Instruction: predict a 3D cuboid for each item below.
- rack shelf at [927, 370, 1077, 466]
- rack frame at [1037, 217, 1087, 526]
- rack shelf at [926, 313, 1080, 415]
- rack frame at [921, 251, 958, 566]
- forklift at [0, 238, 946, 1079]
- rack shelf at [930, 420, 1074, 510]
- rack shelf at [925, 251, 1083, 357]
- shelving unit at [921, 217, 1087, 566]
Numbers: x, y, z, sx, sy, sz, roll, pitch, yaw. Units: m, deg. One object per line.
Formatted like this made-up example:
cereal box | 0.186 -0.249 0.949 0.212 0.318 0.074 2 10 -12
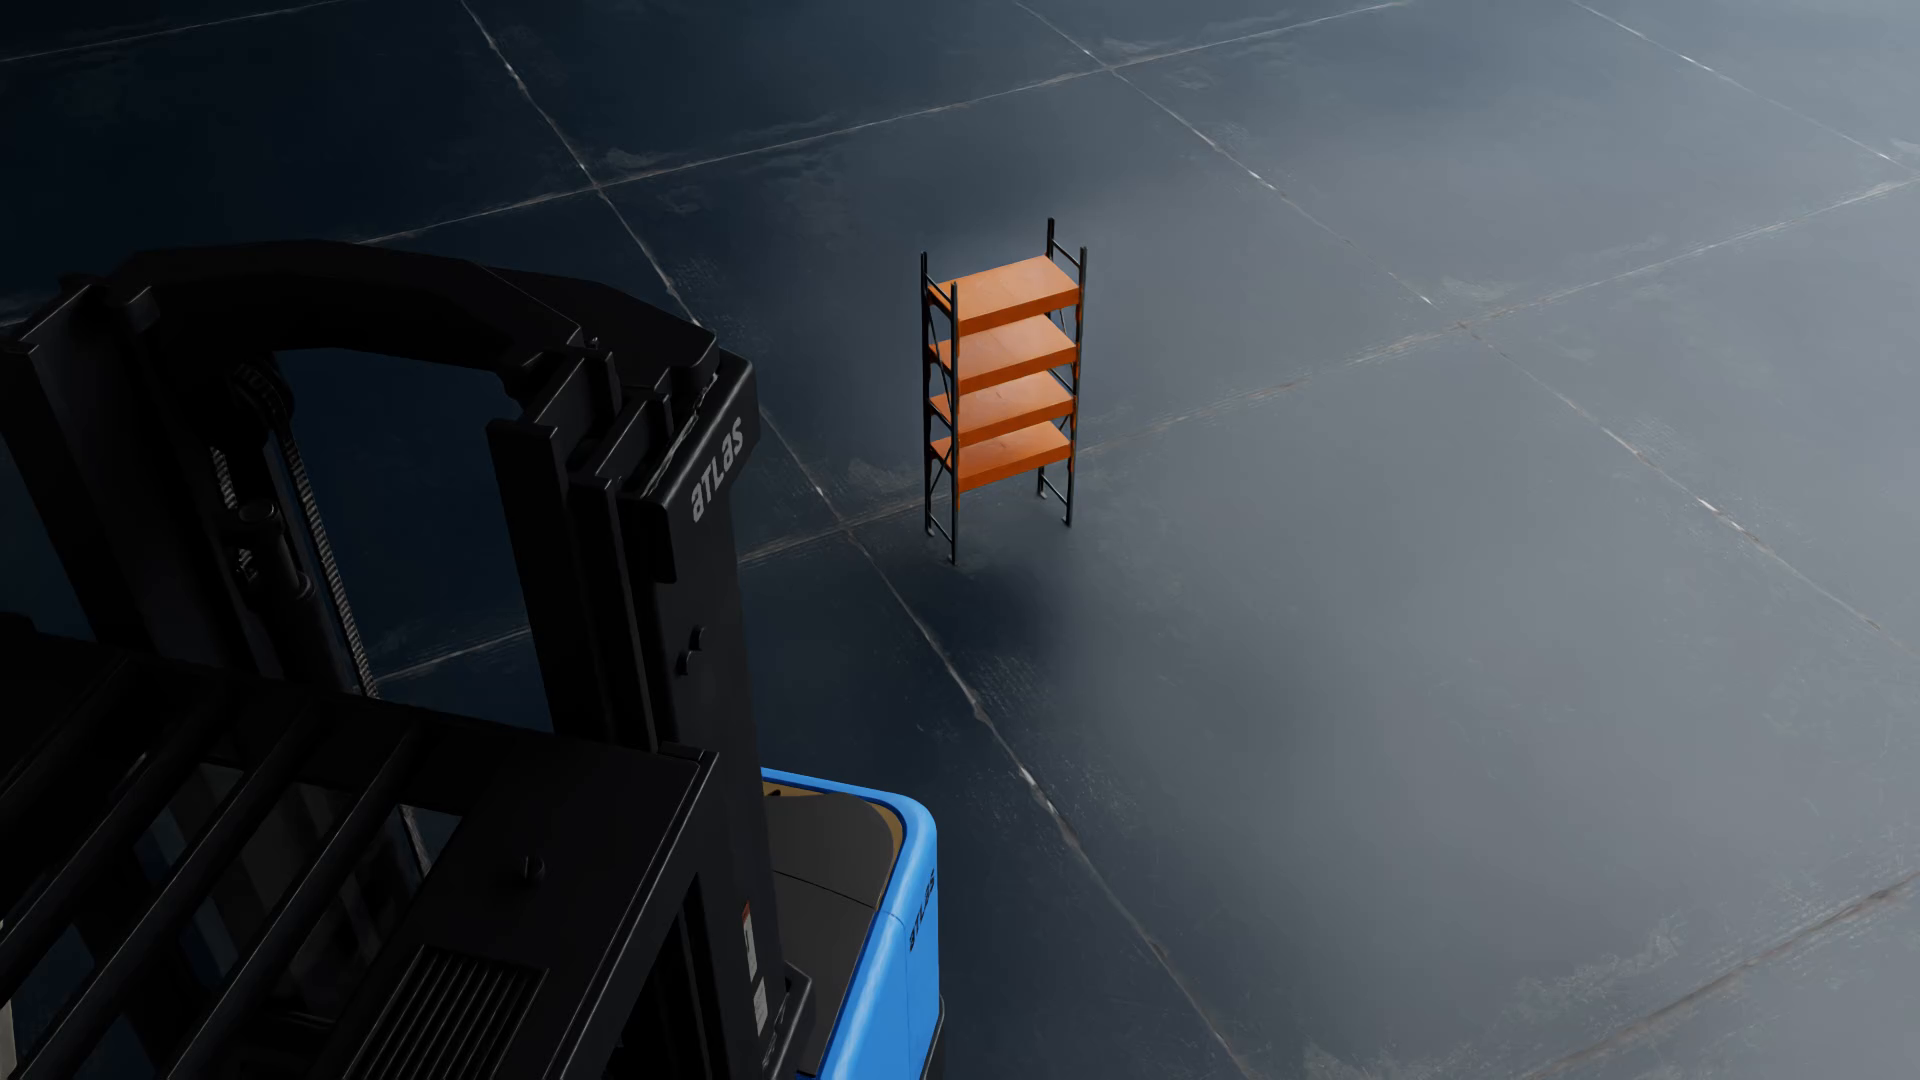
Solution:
rack shelf | 0.147 -0.456 5.964 0.480 0.148 0.258 -19 44 -21
rack frame | 0.363 -0.580 6.007 0.015 1.200 0.240 -19 44 -21
rack shelf | 0.147 -0.627 5.820 0.480 0.148 0.258 -19 44 -21
rack frame | -0.070 -0.435 5.835 0.015 1.200 0.240 -19 44 -21
forklift | -0.901 1.154 2.619 1.130 2.935 3.031 9 41 11
rack shelf | 0.147 -0.304 6.092 0.480 0.148 0.258 -19 44 -21
rack shelf | 0.147 -0.807 5.667 0.480 0.148 0.258 -19 44 -21
shelving unit | 0.147 -0.507 5.921 0.503 1.200 0.258 -19 44 -21
